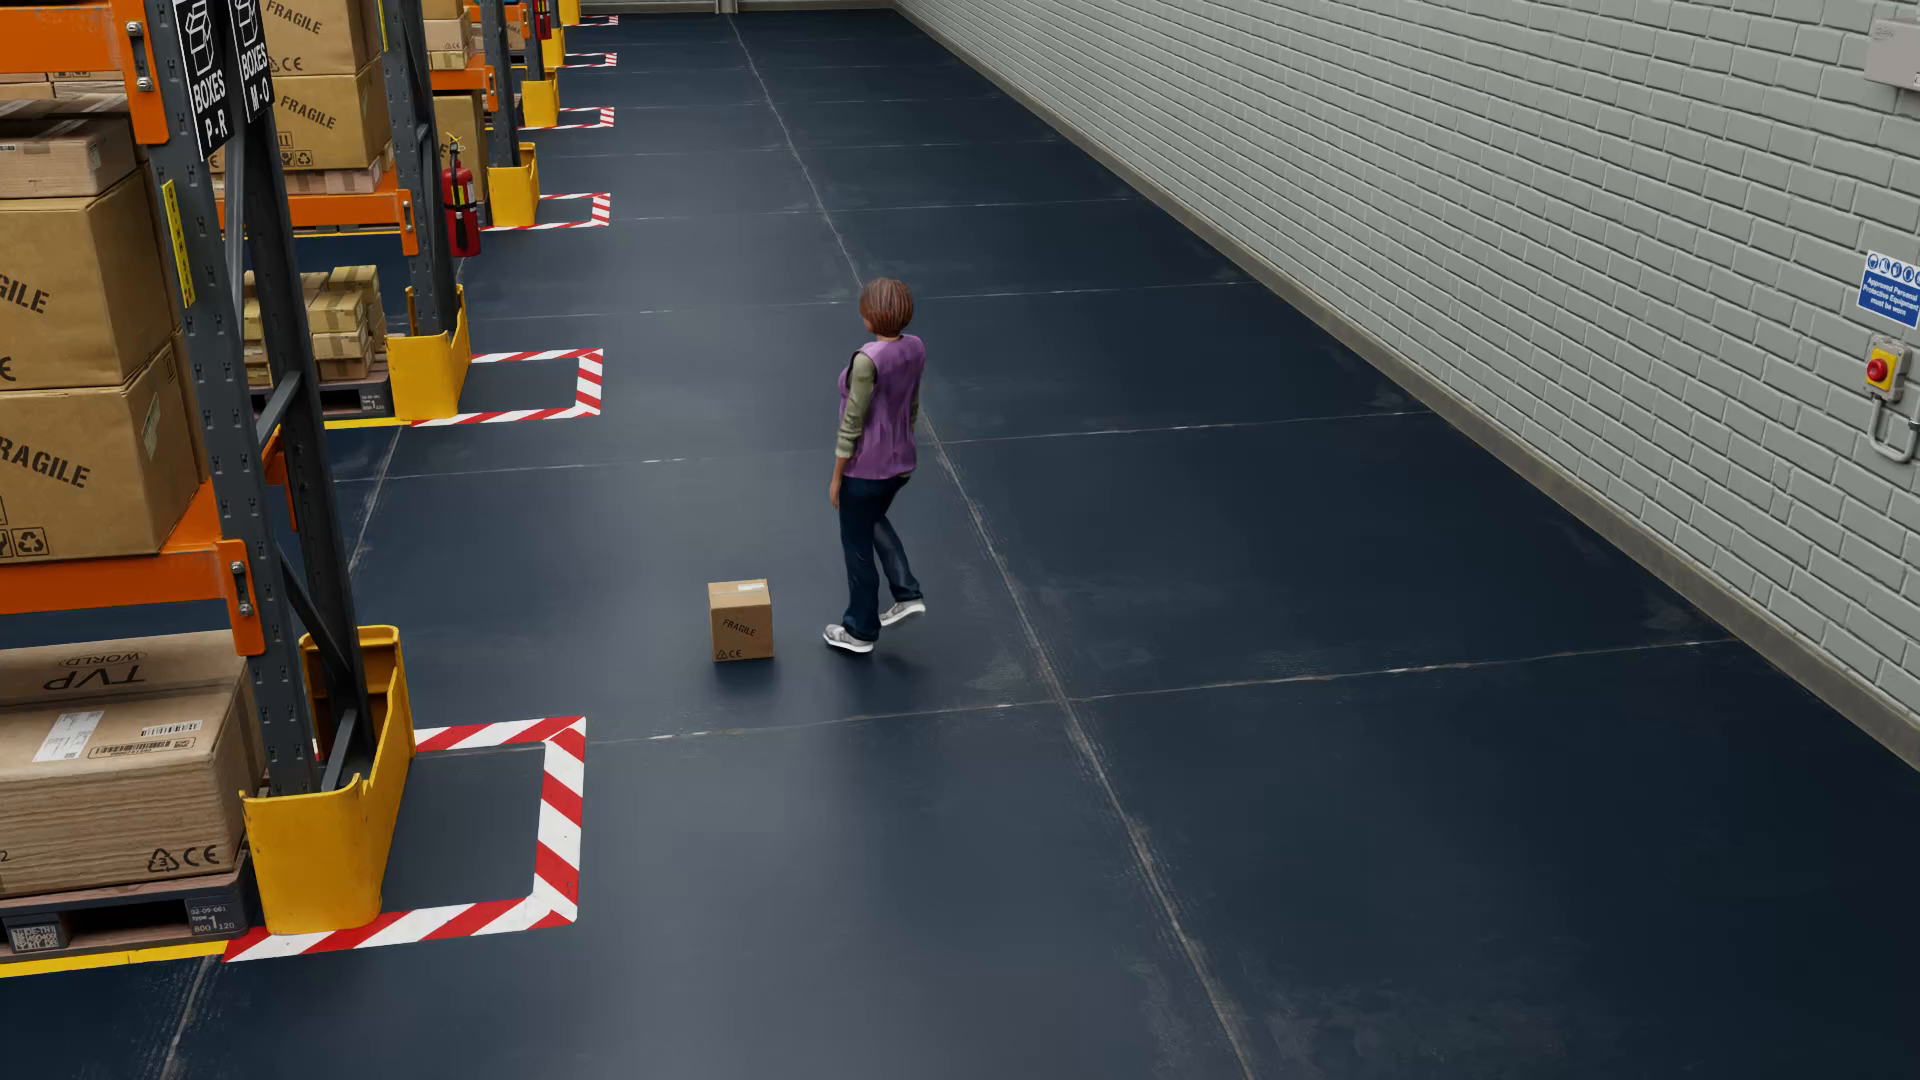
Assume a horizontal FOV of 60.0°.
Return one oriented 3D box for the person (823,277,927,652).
[{"bbox_3d":[-0.358,-0.288,6.759,0.445,1.596,0.453,17,29,33],"label":"person"}]
